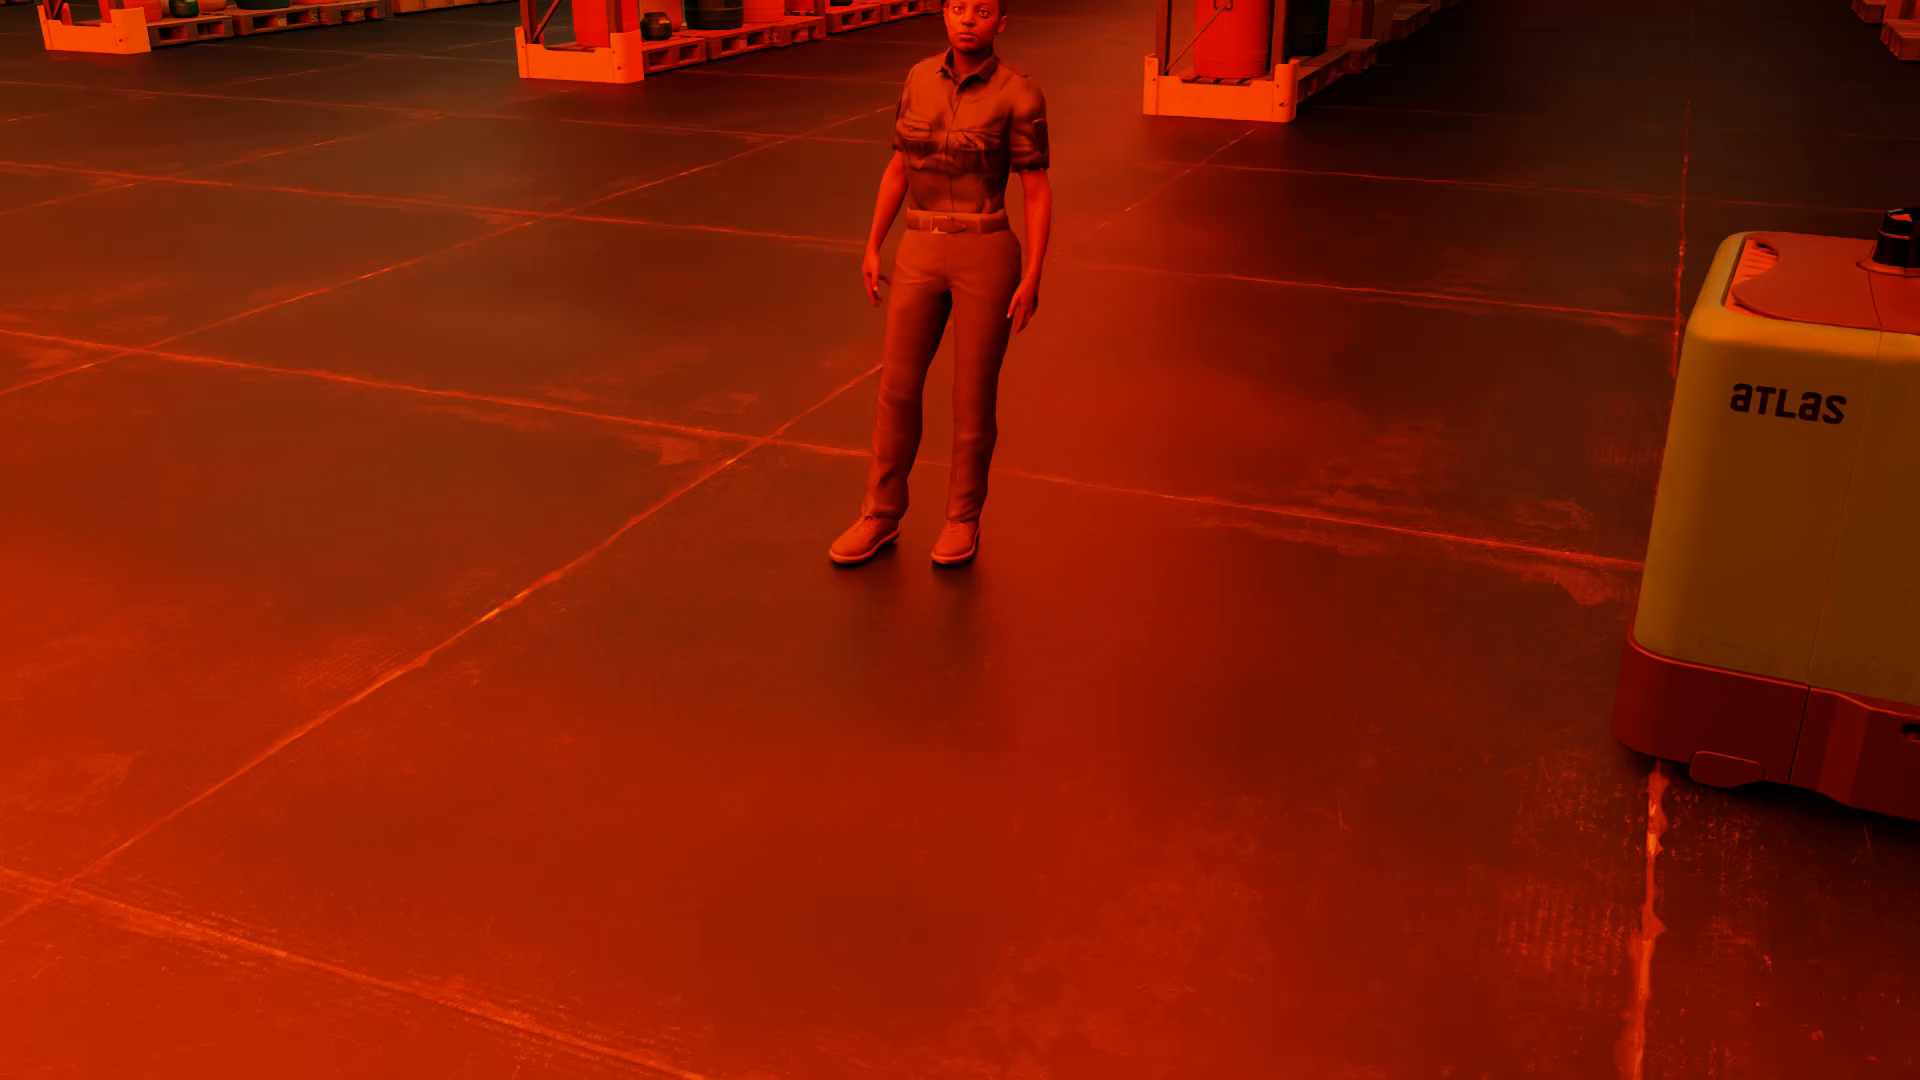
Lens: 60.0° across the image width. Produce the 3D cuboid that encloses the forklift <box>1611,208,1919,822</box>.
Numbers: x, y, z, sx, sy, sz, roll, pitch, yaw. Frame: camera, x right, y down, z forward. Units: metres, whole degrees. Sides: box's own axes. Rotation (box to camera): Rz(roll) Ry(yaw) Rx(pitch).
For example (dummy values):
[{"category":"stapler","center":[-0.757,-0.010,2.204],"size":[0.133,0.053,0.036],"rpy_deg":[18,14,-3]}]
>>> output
[{"category":"forklift","center":[3.055,-0.731,3.041],"size":[3.031,2.935,1.130],"rpy_deg":[11,25,25]}]

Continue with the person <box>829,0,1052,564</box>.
[{"category":"person","center":[-0.051,-0.741,4.703],"size":[0.570,1.656,0.503],"rpy_deg":[9,24,21]}]
